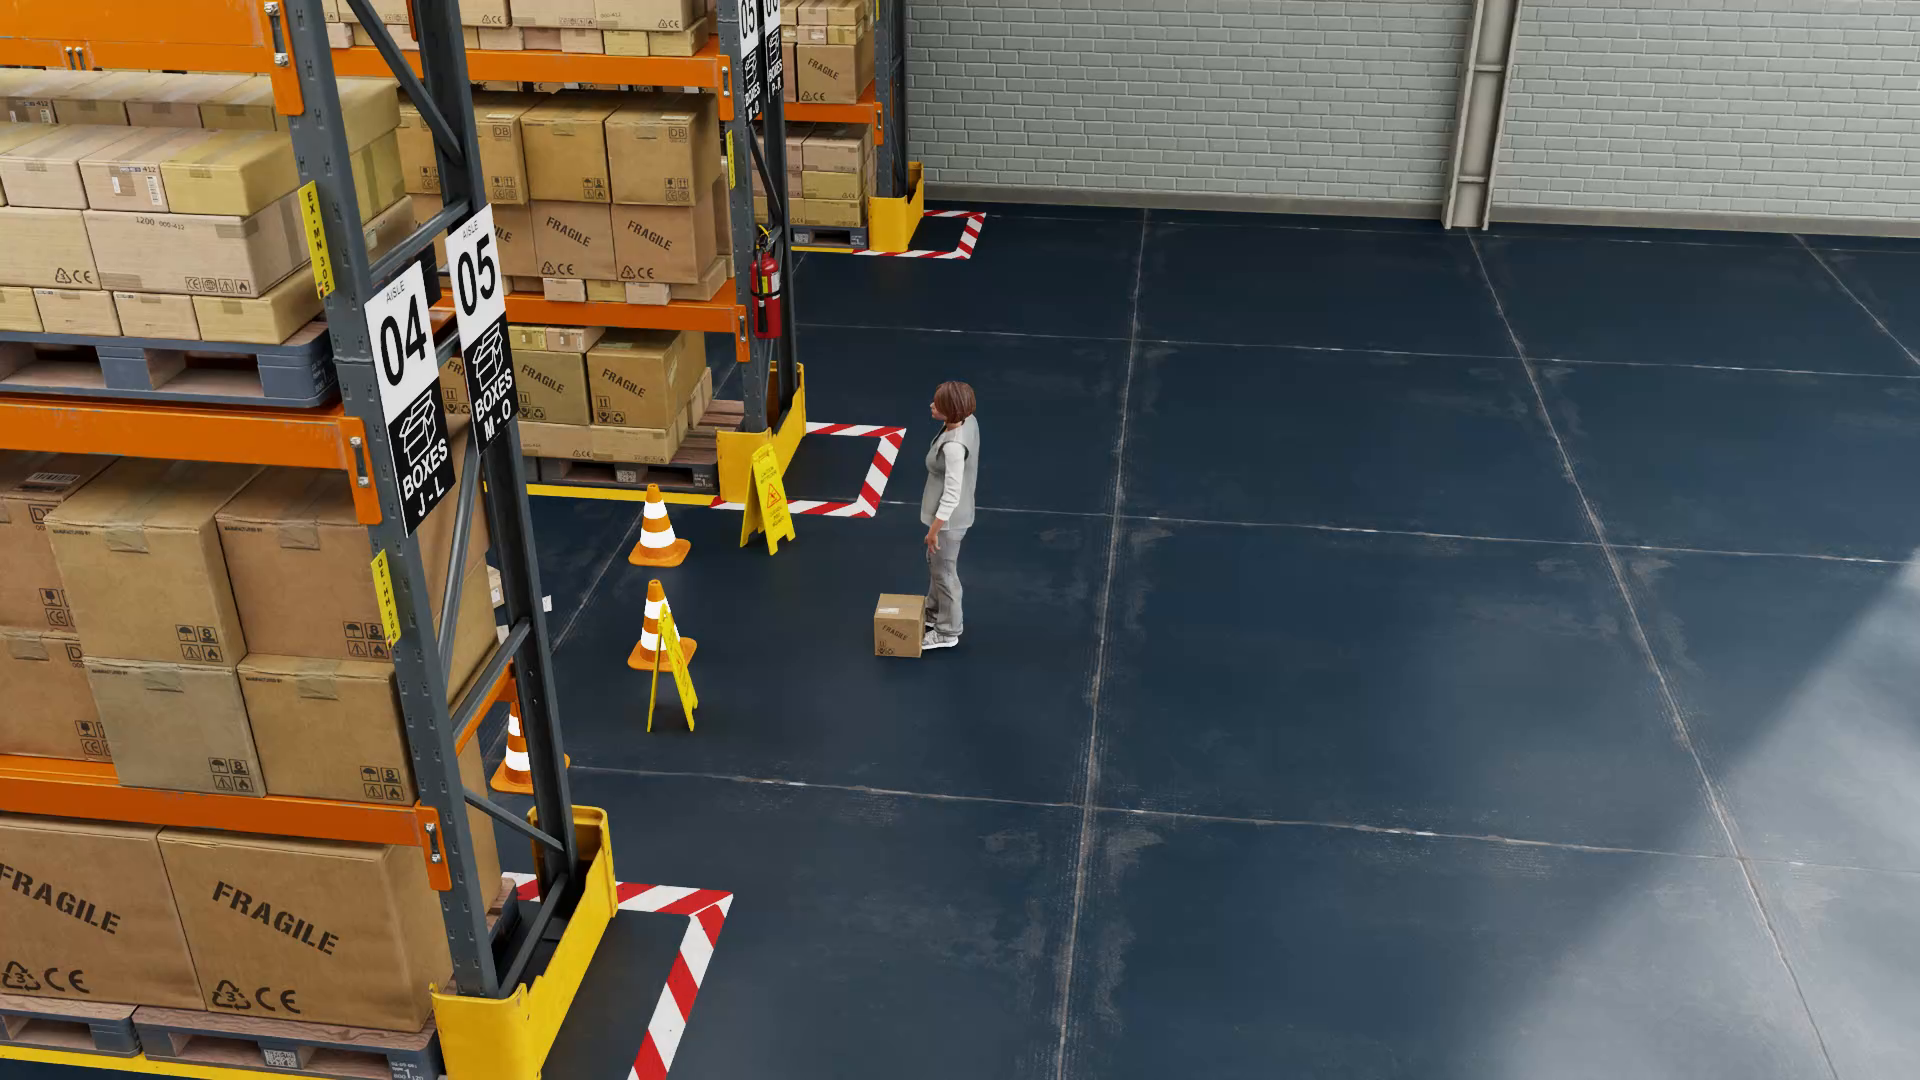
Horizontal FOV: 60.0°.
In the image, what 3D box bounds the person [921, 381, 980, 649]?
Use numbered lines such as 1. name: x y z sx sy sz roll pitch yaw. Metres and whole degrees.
1. person: -0.140 -0.132 8.855 0.475 1.597 0.520 3 29 6
